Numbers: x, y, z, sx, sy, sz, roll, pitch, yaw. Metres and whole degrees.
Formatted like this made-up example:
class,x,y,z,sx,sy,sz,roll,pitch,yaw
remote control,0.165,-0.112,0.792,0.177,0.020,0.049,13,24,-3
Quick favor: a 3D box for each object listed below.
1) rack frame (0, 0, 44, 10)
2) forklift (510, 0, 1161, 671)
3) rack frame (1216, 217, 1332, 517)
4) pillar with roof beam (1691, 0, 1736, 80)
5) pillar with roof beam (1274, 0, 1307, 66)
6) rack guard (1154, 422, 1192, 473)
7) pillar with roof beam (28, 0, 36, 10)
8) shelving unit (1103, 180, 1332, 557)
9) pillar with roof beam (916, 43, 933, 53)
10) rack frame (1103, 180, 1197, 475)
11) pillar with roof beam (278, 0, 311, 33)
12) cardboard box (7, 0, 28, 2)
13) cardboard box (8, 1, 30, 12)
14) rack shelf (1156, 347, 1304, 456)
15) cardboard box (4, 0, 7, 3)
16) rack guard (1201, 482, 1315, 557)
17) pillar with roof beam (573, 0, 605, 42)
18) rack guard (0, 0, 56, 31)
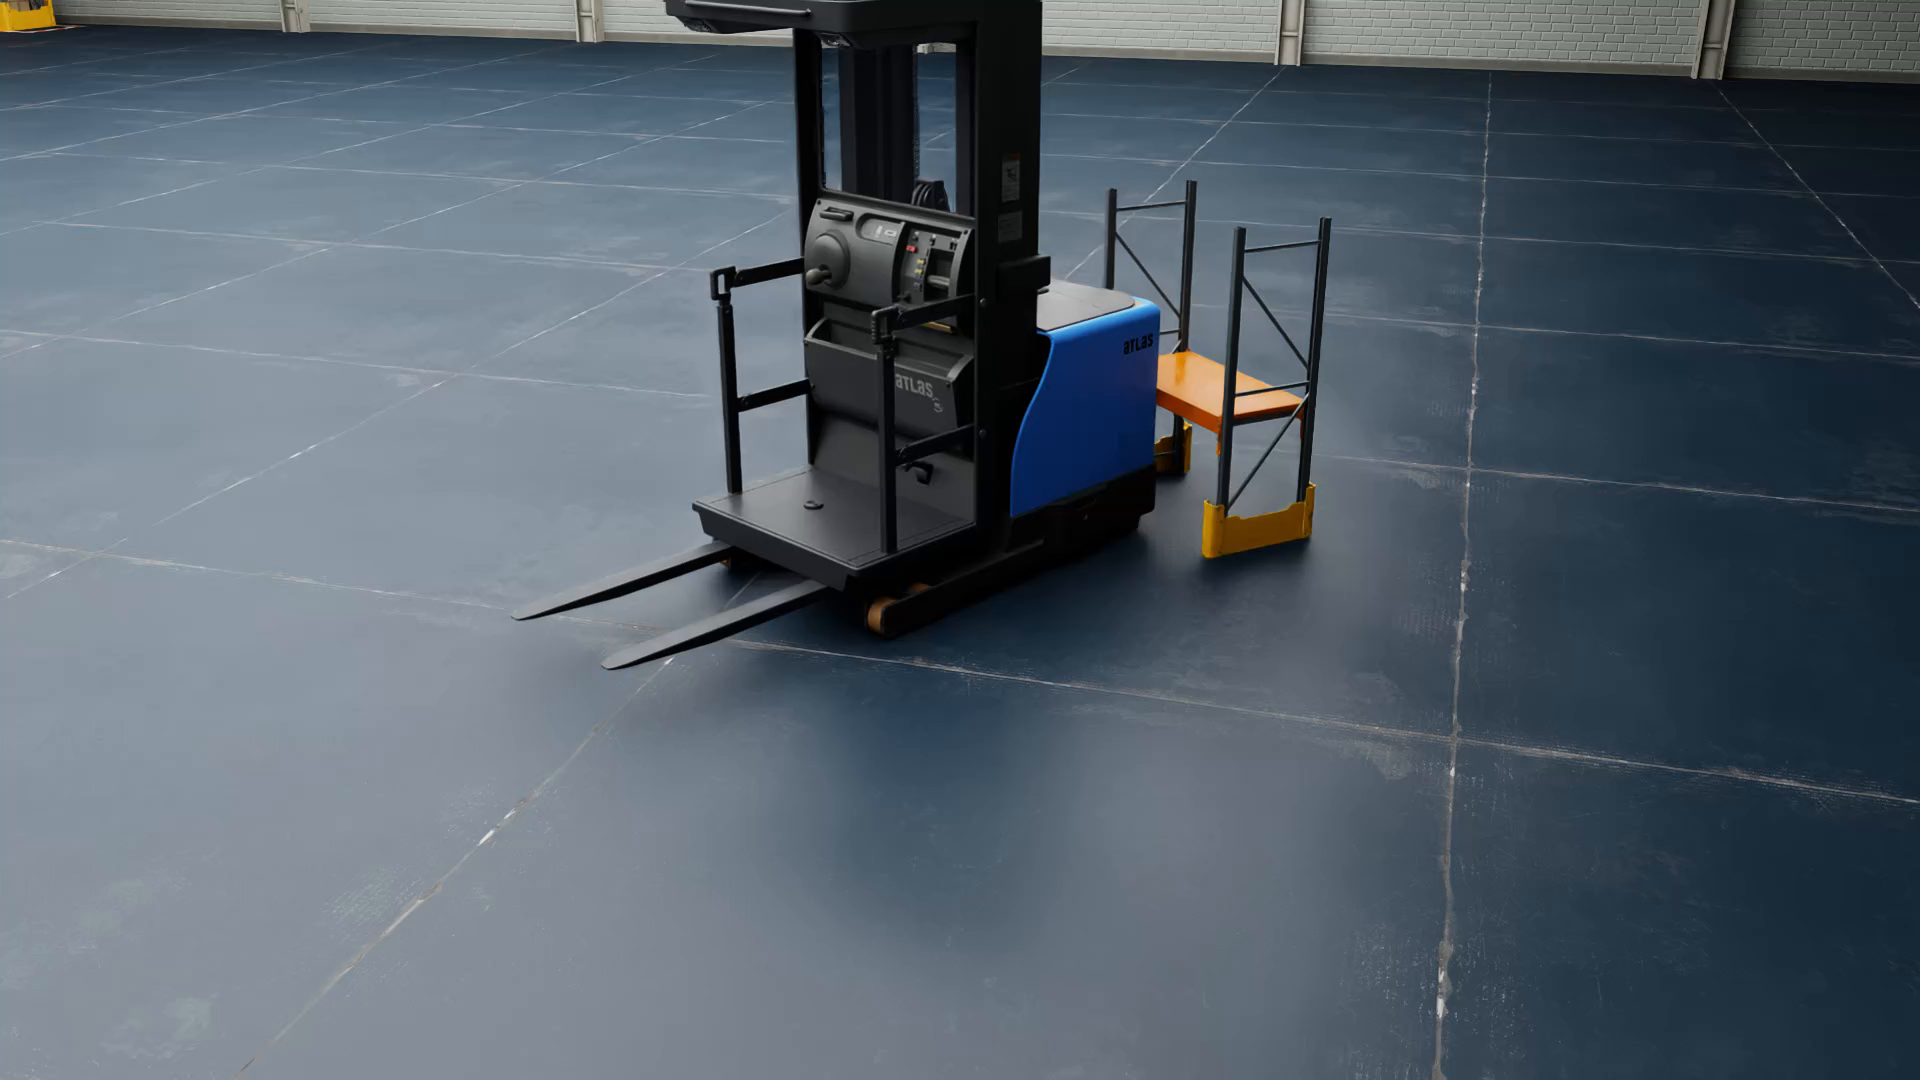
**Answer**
class,x,y,z,sx,sy,sz,roll,pitch,yaw
rack frame,-17.497,-10.970,30.561,0.127,3.000,1.000,7,23,16
forklift,-0.456,-1.179,6.782,1.130,2.935,3.031,20,30,40
rack frame,1.389,-0.670,7.427,0.500,1.500,0.032,-11,25,-25
pillar with roof beam,9.574,-9.297,18.577,0.400,9.000,9.100,7,23,16
pillar with roof beam,3.830,-9.954,20.180,0.400,9.000,9.100,7,23,16
rack guard,0.922,-0.434,8.499,0.587,0.250,0.087,-11,25,-25
pillar with roof beam,-19.147,-12.585,26.594,0.400,9.000,9.100,7,23,16
shelving unit,1.151,-0.845,7.852,0.587,1.500,1.083,-11,25,-25
pillar with roof beam,-1.914,-10.612,21.784,0.400,9.000,9.100,7,23,16
rack frame,0.921,-1.013,8.263,0.500,1.500,0.032,-11,25,-25
pillar with roof beam,-13.403,-11.928,24.991,0.400,9.000,9.100,7,23,16
cardboard box,-17.888,-10.251,31.218,0.500,0.250,0.500,7,23,16
cardboard box,-17.911,-10.017,31.308,0.500,0.250,0.500,7,23,16
rack shelf,1.155,-0.675,7.913,0.538,0.185,1.000,-11,25,-25
cardboard box,-18.054,-10.063,30.762,0.500,0.250,0.500,6,23,15
rack guard,1.380,-0.098,7.680,0.587,0.250,0.087,-11,25,-25
pillar with roof beam,-7.659,-11.270,23.387,0.400,9.000,9.100,7,23,16
rack guard,-17.474,-9.811,31.029,0.348,0.500,1.175,7,23,16
